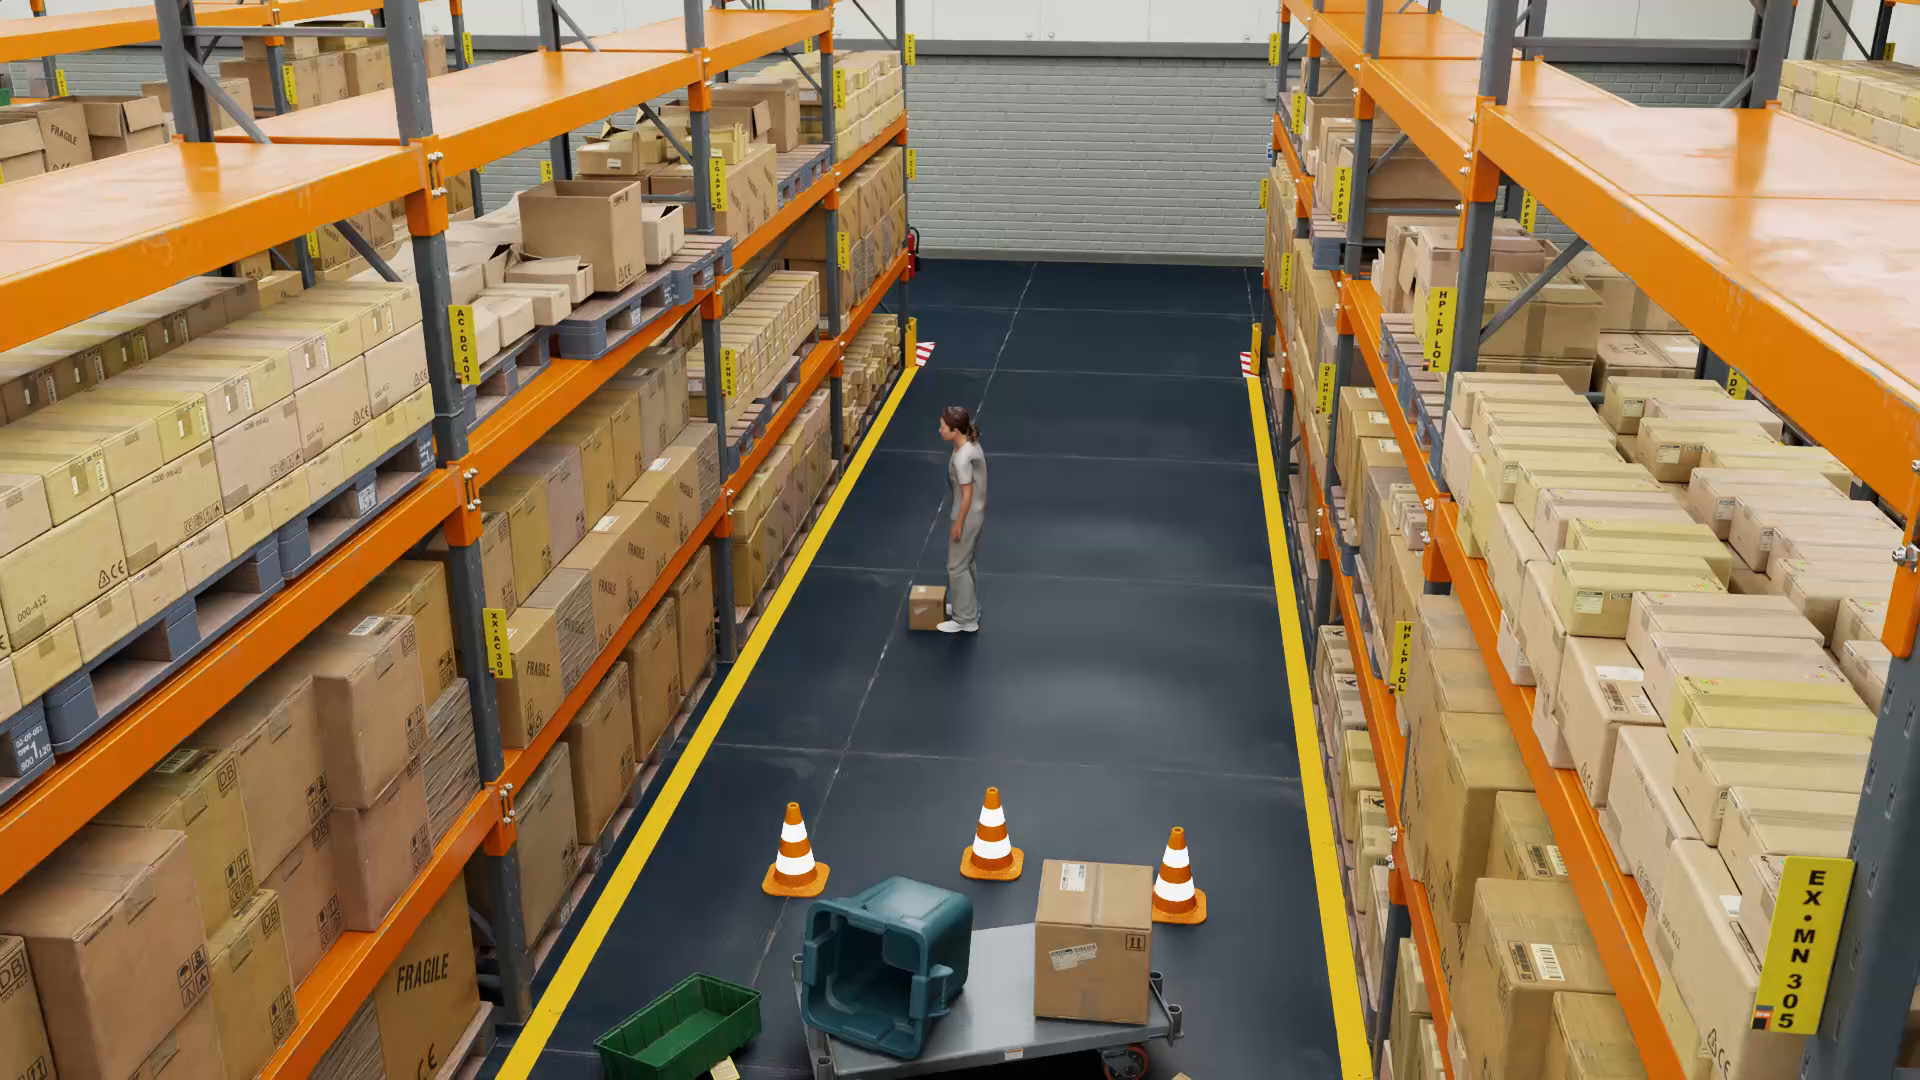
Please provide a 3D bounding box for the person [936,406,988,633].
[{"bbox_3d":[0.016,-0.160,11.899,0.361,1.672,0.493,2,21,4],"label":"person"}]
